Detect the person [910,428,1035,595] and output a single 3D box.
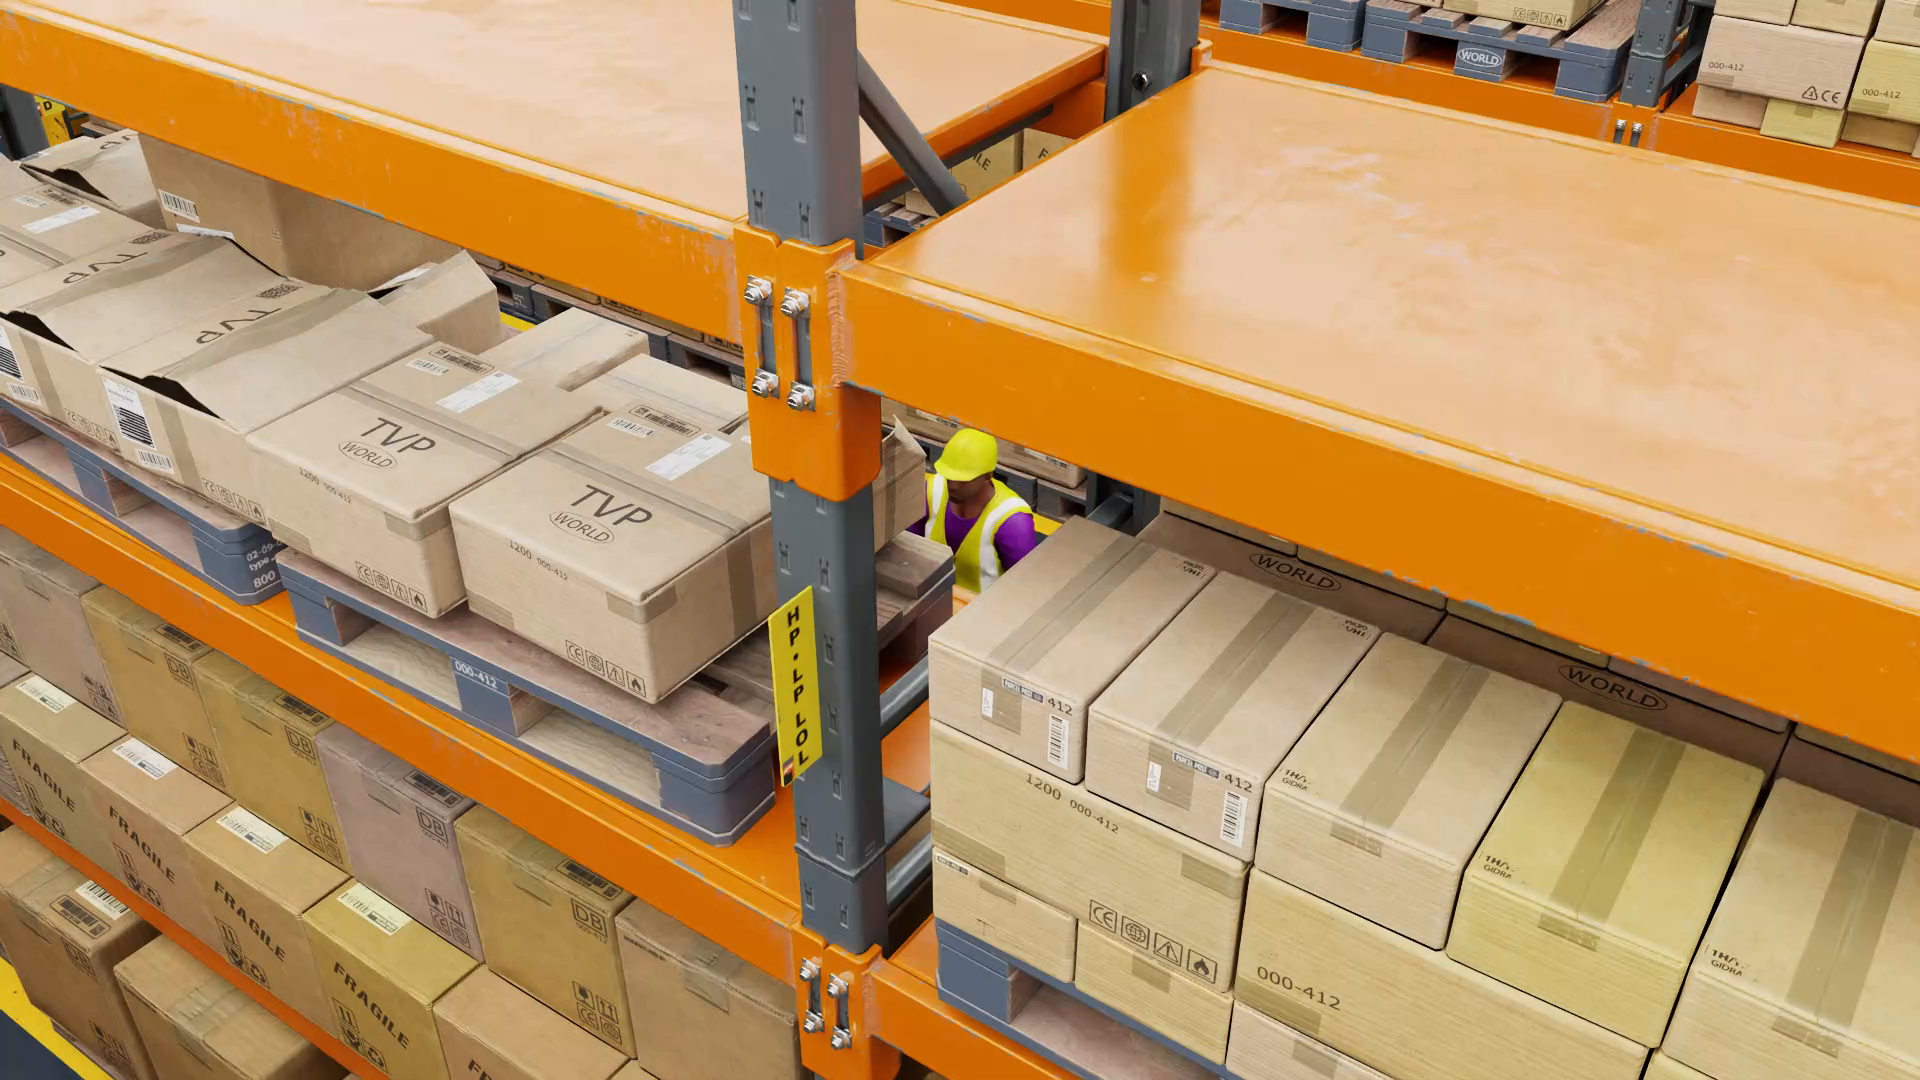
[{"bbox_3d":[-0.012,0.336,6.804,0.628,1.766,0.550,22,40,28],"label":"person"}]
